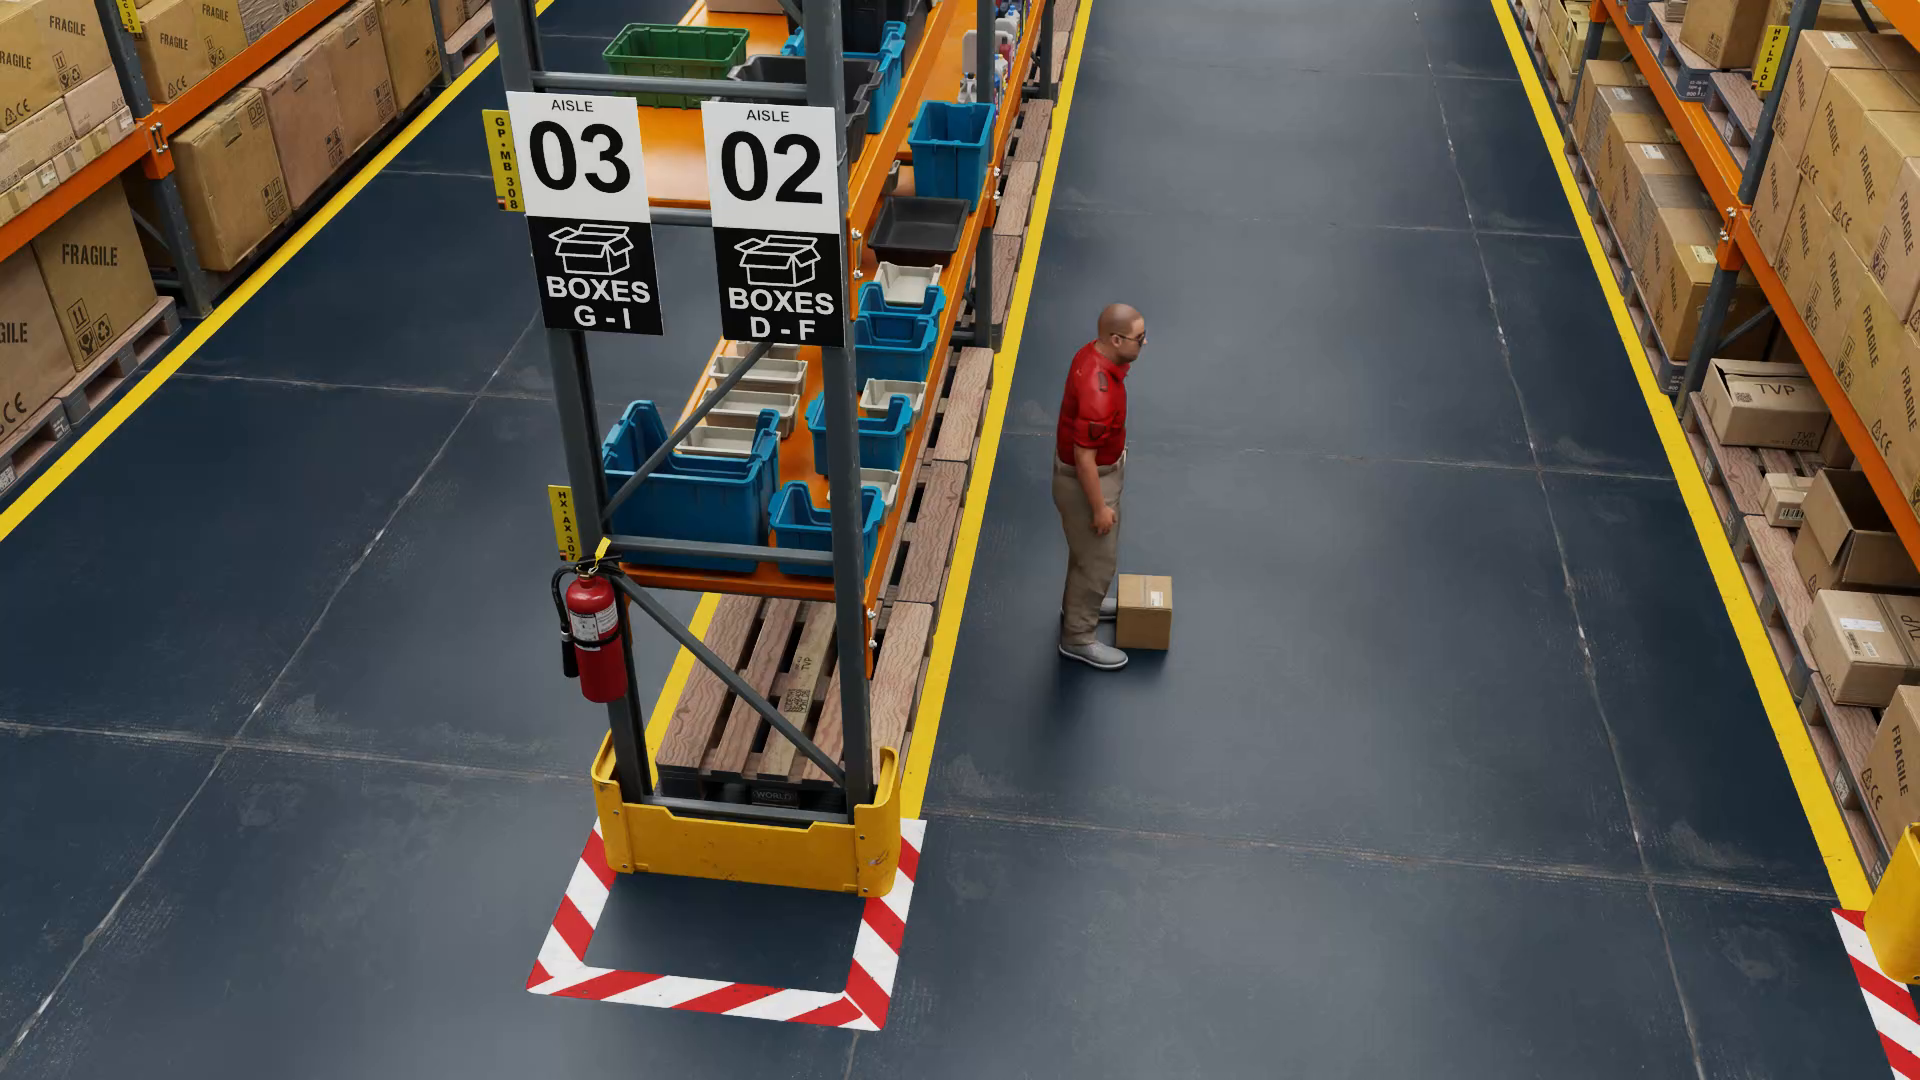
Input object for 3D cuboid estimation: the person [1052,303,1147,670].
[{"bbox_3d":[0.615,-0.269,7.424,0.393,1.727,0.585,5,36,6],"label":"person"}]
